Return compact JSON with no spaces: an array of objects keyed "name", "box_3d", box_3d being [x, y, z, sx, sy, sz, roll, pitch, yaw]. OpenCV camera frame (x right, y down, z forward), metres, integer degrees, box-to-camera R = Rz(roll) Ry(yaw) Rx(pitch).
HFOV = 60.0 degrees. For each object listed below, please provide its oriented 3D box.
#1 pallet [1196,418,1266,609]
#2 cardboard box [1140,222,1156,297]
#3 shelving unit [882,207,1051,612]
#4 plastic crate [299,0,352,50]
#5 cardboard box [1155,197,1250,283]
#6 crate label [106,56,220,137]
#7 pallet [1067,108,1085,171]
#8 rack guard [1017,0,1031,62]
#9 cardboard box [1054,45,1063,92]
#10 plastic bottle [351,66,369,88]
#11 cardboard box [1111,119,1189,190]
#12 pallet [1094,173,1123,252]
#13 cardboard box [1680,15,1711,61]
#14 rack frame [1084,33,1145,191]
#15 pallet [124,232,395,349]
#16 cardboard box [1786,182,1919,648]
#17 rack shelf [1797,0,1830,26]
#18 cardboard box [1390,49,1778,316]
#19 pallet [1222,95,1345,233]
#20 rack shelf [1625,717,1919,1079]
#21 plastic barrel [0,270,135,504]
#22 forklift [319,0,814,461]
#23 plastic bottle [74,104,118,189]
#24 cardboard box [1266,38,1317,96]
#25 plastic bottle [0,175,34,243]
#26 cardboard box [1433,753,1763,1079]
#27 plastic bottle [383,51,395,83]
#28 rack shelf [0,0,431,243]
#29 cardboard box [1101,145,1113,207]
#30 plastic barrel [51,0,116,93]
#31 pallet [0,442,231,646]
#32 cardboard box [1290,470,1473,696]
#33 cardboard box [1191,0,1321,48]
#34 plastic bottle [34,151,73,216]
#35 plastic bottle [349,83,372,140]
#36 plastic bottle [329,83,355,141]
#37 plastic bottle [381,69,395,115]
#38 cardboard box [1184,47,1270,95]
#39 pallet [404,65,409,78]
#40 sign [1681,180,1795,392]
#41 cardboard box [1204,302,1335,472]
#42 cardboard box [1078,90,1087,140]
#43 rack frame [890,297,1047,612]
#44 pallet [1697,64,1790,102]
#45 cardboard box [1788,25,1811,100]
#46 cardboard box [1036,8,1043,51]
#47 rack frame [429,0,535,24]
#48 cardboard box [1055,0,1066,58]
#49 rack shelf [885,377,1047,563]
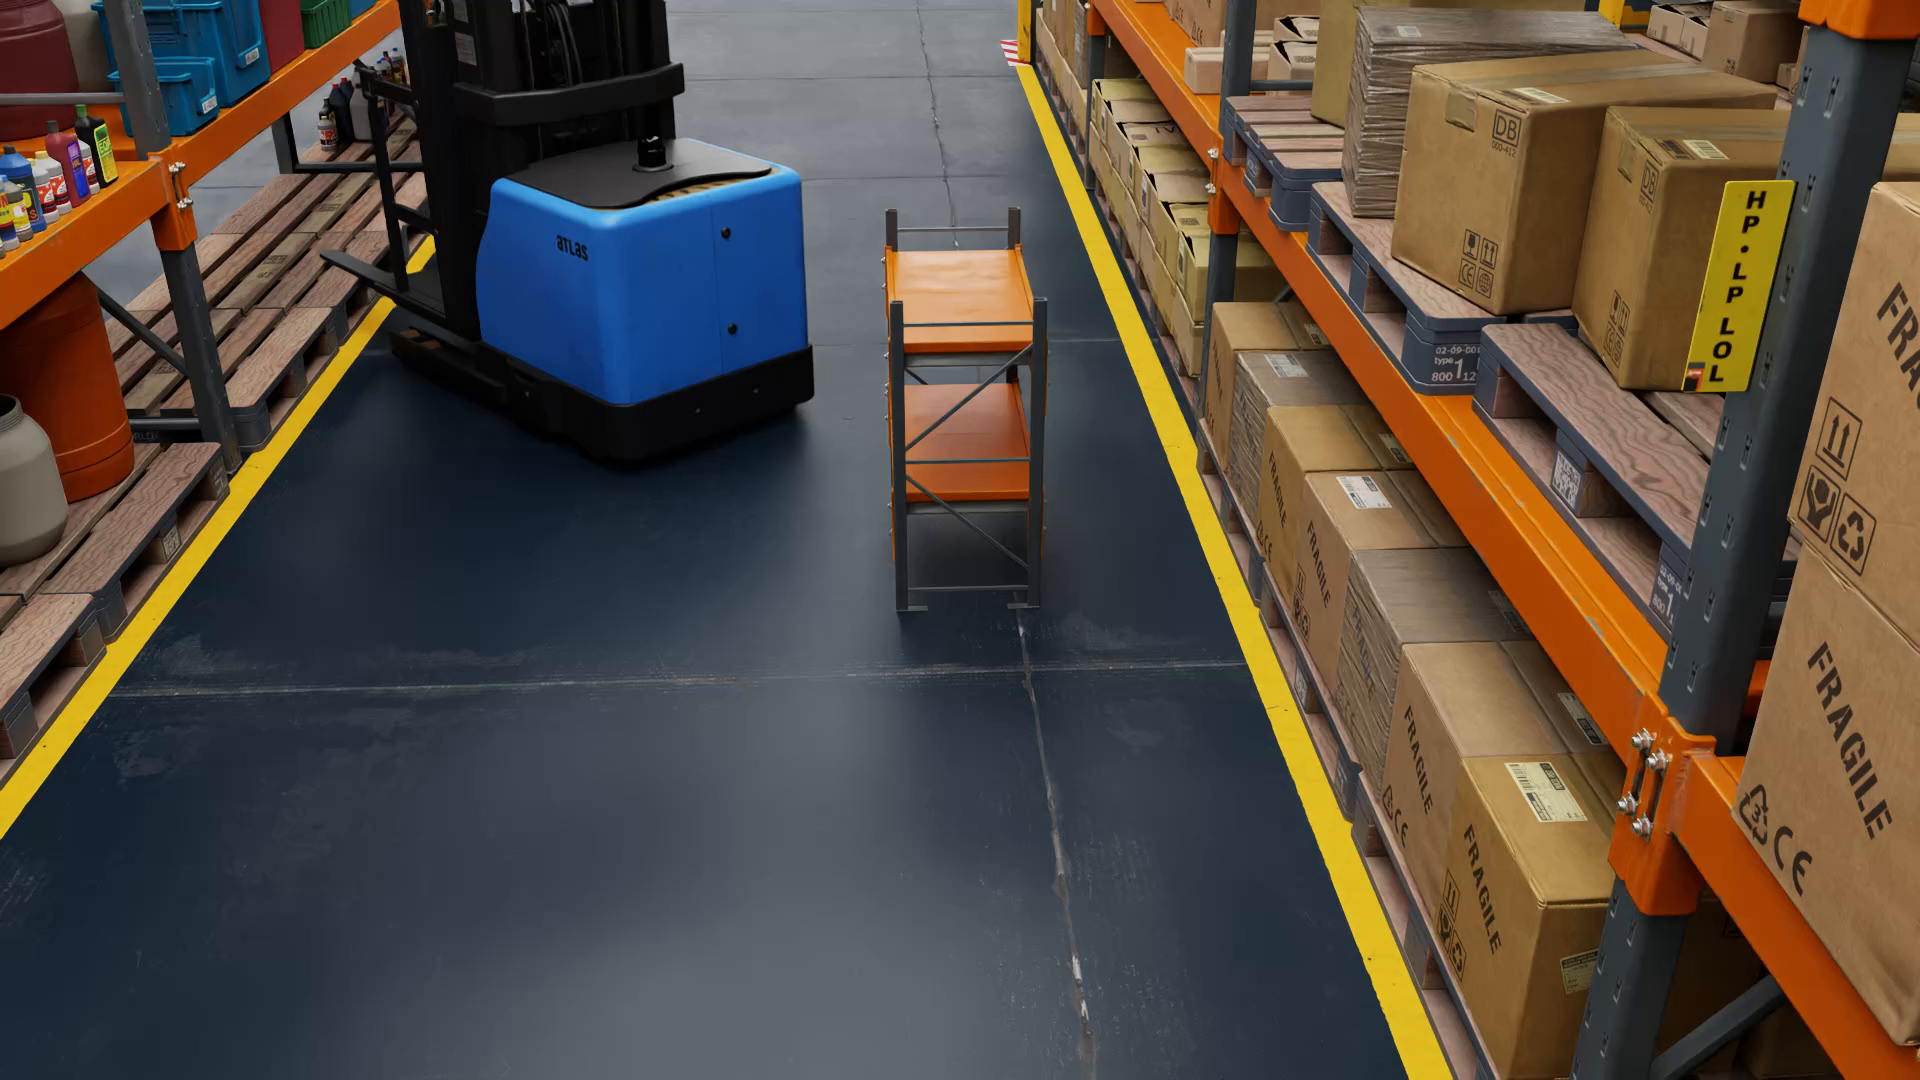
[{"name":"pallet","box_3d":[1.498,-0.139,6.288,1.003,0.211,1.213,-1,28,-3]},{"name":"cardboard box","box_3d":[1.172,-1.395,8.201,0.500,0.250,0.500,-1,28,-1]},{"name":"shelving unit","box_3d":[0.000,-0.496,5.984,0.538,1.125,1.048,-1,28,-3]},{"name":"plastic crate","box_3d":[-3.286,-2.559,8.141,0.450,0.188,0.662,-1,28,-3]},{"name":"cardboard box","box_3d":[1.190,-1.412,7.627,0.500,0.311,0.500,-2,28,-3]},{"name":"crate label","box_3d":[-3.097,-1.732,6.509,0.303,0.233,0.416,-1,28,-3]},{"name":"pallet","box_3d":[1.289,-2.700,11.198,1.003,0.211,1.213,-1,28,-3]},{"name":"rack guard","box_3d":[1.078,-4.318,13.988,1.175,0.500,0.348,-1,28,-3]},{"name":"cardboard box","box_3d":[0.962,-3.437,12.114,0.500,0.250,0.500,-1,28,-3]},{"name":"plastic bottle","box_3d":[-4.007,-2.999,11.145,0.144,0.351,0.185,-2,28,-3]},{"name":"cardboard box","box_3d":[1.110,-2.117,8.977,0.500,0.311,0.500,-2,28,-4]},{"name":"pallet","box_3d":[1.366,-1.992,9.842,1.003,0.211,1.213,-1,28,-3]},{"name":"cardboard box","box_3d":[6.002,-3.955,13.020,0.500,0.311,0.500,1,28,2]},{"name":"rack frame","box_3d":[1.288,-3.568,9.847,1.000,3.000,0.127,-1,28,-3]},{"name":"pallet","box_3d":[-3.512,-1.287,8.490,1.003,0.211,1.213,-1,28,-3]},{"name":"cardboard box","box_3d":[1.450,-0.137,2.079,0.500,0.500,0.500,-1,28,-1]},{"name":"rack shelf","box_3d":[1.602,-1.808,4.007,1.077,0.370,4.000,-1,28,-3]},{"name":"cardboard box","box_3d":[1.552,-0.918,4.205,0.700,0.500,0.500,-8,29,-16]},{"name":"pallet","box_3d":[1.603,-1.324,5.753,1.213,0.211,1.003,-1,28,-3]},{"name":"rack shelf","box_3d":[1.810,1.369,1.159,1.077,0.370,4.000,-1,28,-3]},{"name":"plastic barrel","box_3d":[-3.407,-0.601,6.052,0.600,0.830,0.708,-1,28,-3]},{"name":"forklift","box_3d":[-2.031,-2.204,7.306,1.130,2.935,3.031,-24,36,-38]},{"name":"plastic bottle","box_3d":[-3.002,-1.375,5.768,0.061,0.283,0.133,-1,28,-3]},{"name":"cardboard box","box_3d":[1.522,-1.850,6.650,0.500,0.311,0.500,0,28,1]},{"name":"plastic bottle","box_3d":[-2.987,-1.043,5.221,0.097,0.201,0.097,0,28,0]},{"name":"cardboard box","box_3d":[1.394,0.819,3.664,0.500,0.500,0.500,-2,28,-3]},{"name":"plastic bottle","box_3d":[-4.090,-3.338,11.868,0.061,0.283,0.133,-1,28,-2]},{"name":"rack shelf","box_3d":[-3.554,-2.208,8.017,1.077,0.370,4.000,-1,28,-3]},{"name":"cardboard box","box_3d":[1.087,-2.107,9.565,0.500,0.250,0.500,-1,28,-1]},{"name":"plastic barrel","box_3d":[-3.717,-2.122,6.955,0.421,0.512,0.421,0,28,0]},{"name":"pallet","box_3d":[-3.367,-0.003,6.028,1.003,0.211,1.213,-1,28,-3]},{"name":"cardboard box","box_3d":[1.322,0.124,4.996,0.500,0.500,0.500,-2,28,-4]},{"name":"cardboard box","box_3d":[1.393,-2.540,7.767,0.500,0.500,0.500,-3,28,-5]},{"name":"plastic bottle","box_3d":[-3.003,-1.178,5.480,0.097,0.201,0.097,0,28,0]},{"name":"plastic bottle","box_3d":[-3.836,-2.765,10.696,0.144,0.351,0.185,-1,28,-3]},{"name":"plastic bottle","box_3d":[-3.980,-2.761,10.689,0.144,0.351,0.185,-2,28,-4]},{"name":"plastic bottle","box_3d":[-3.905,-3.047,11.310,0.061,0.283,0.133,-1,28,-3]},{"name":"cardboard box","box_3d":[1.174,-2.018,7.147,0.380,0.149,0.250,-1,28,-3]},{"name":"pallet","box_3d":[-3.779,-3.652,13.023,1.003,0.211,1.213,-1,28,-3]},{"name":"sign","box_3d":[1.152,-0.372,2.467,0.100,0.325,0.005,-1,28,-3]},{"name":"cardboard box","box_3d":[1.236,-0.590,6.366,0.500,0.500,0.500,0,28,0]},{"name":"cardboard box","box_3d":[1.046,-2.744,10.787,0.500,0.250,0.500,-1,28,-3]},{"name":"rack frame","box_3d":[0.027,-0.261,5.534,0.500,1.125,0.032,-1,28,-3]},{"name":"pallet","box_3d":[6.098,-3.327,12.401,1.003,0.211,1.213,-1,28,-3]},{"name":"cardboard box","box_3d":[6.141,-3.254,11.473,0.500,0.500,0.500,-3,28,-7]},{"name":"cardboard box","box_3d":[0.885,-4.129,13.443,0.500,0.250,0.500,-1,28,-3]},{"name":"rack frame","box_3d":[-3.867,-5.297,13.163,1.000,3.000,0.127,-1,28,-3]},{"name":"cardboard box","box_3d":[0.961,-3.769,11.941,0.500,0.500,0.500,-1,28,-3]},{"name":"rack shelf","box_3d":[0.000,-0.279,6.097,0.538,0.278,1.000,-1,28,-3]}]
